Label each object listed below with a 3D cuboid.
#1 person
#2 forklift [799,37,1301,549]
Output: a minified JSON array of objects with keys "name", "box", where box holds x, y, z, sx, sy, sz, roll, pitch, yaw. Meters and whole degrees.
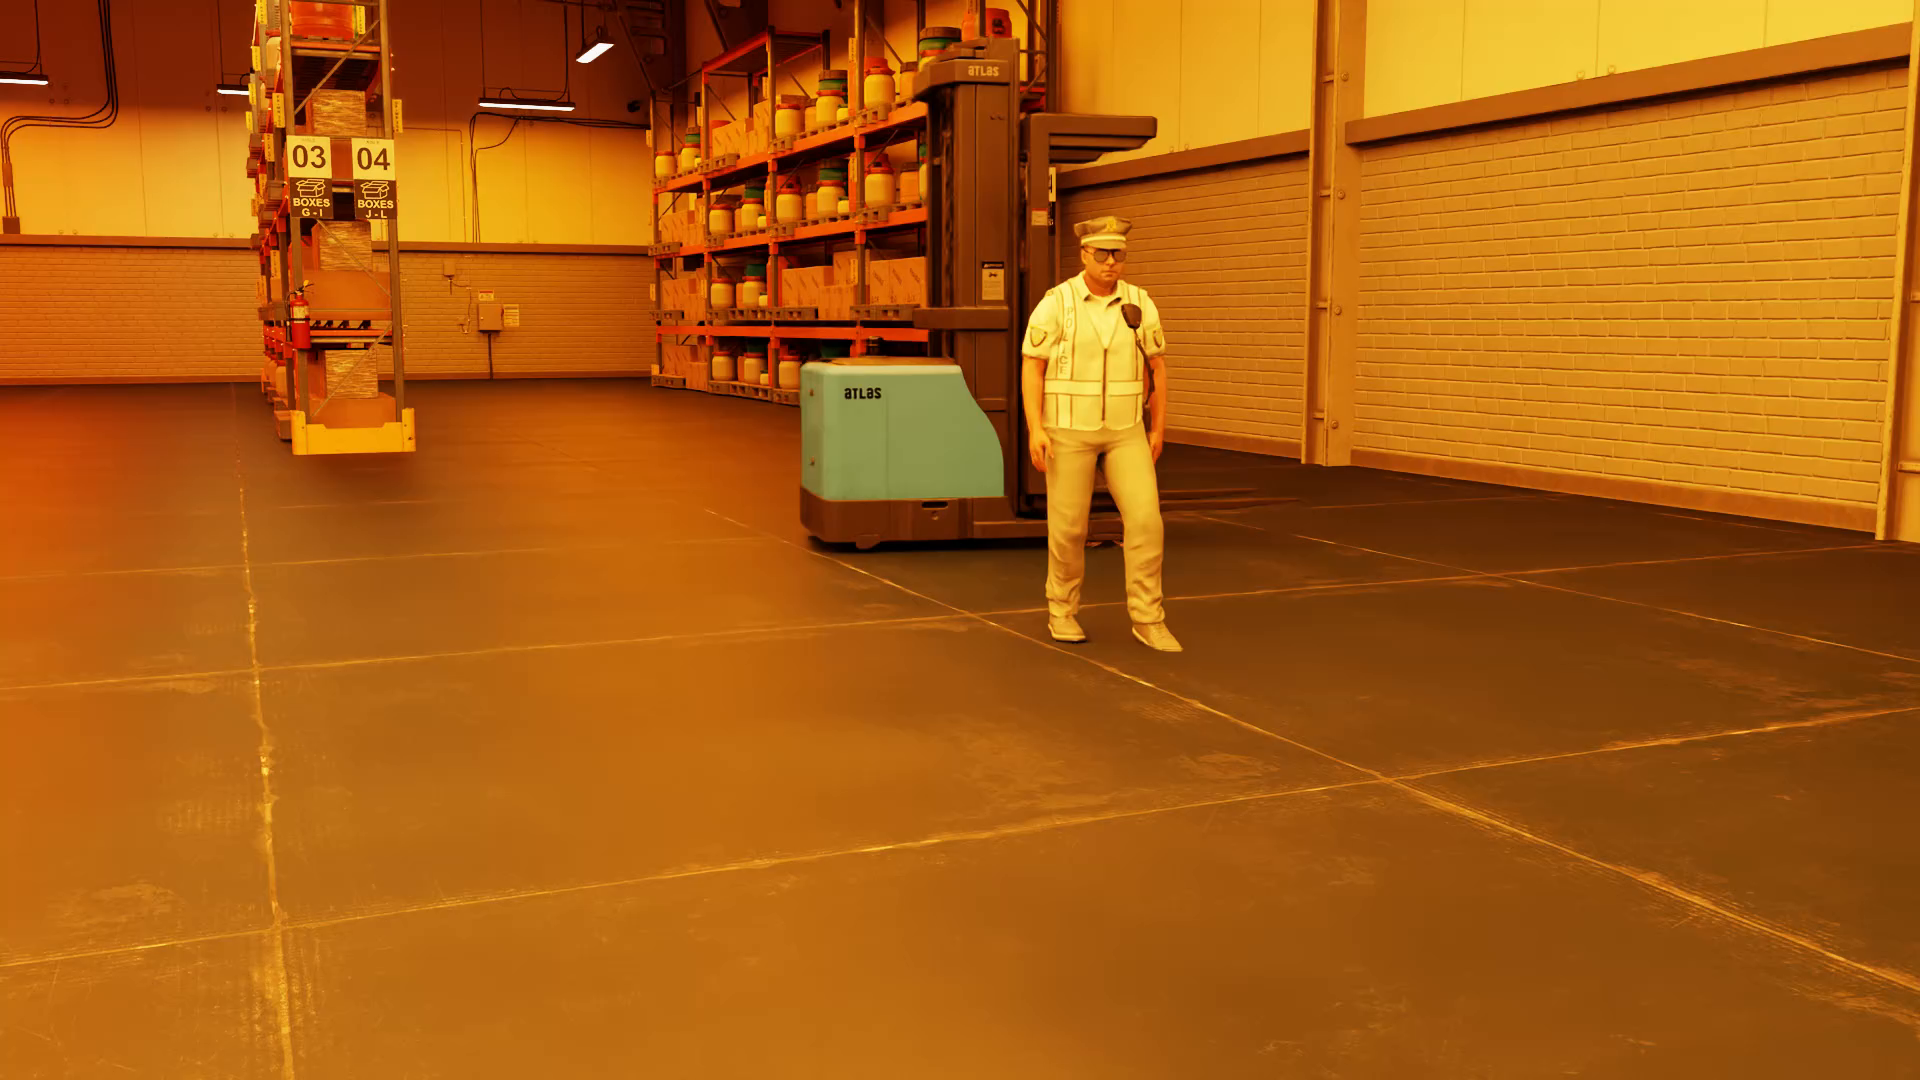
[{"name":"person","box":[0.577,-0.415,6.834,0.631,1.791,0.542,-1,8,-8]},{"name":"forklift","box":[0.574,-1.478,10.149,3.031,2.935,1.130,-2,8,-14]}]
